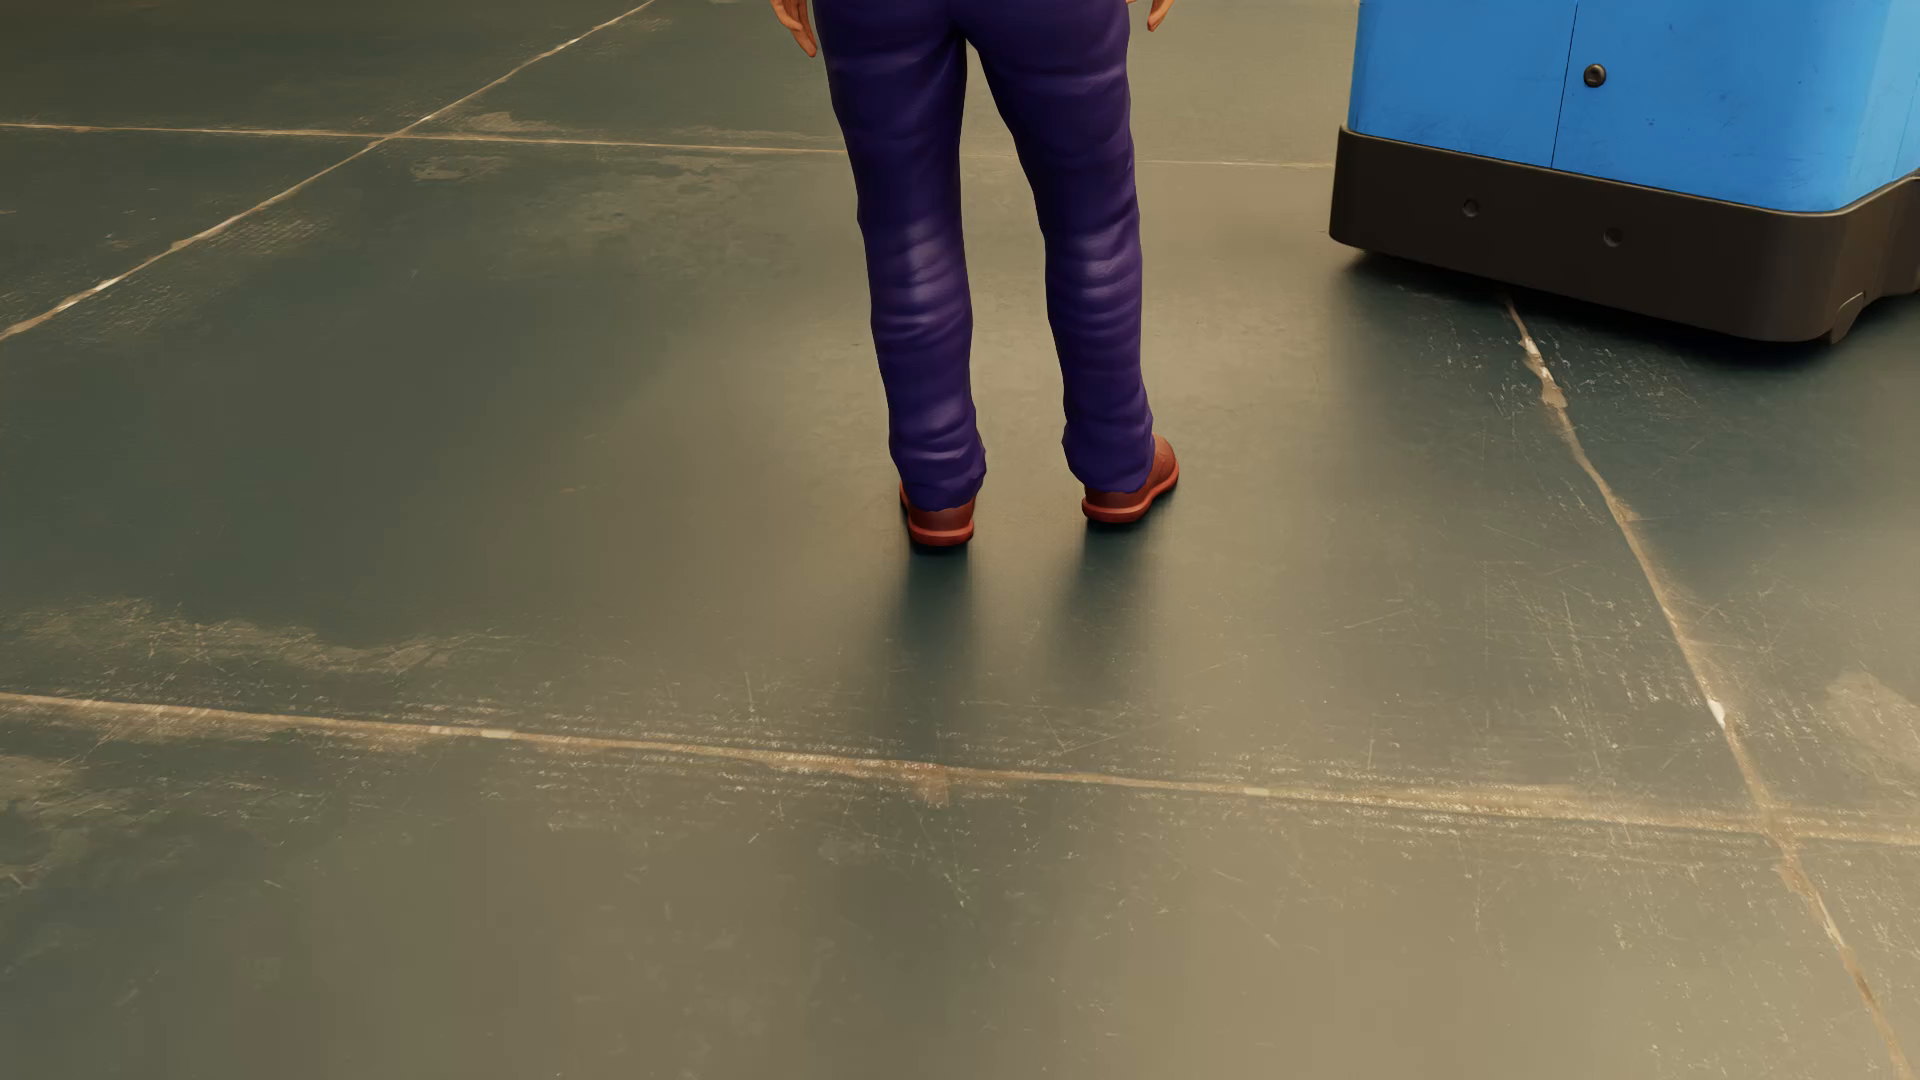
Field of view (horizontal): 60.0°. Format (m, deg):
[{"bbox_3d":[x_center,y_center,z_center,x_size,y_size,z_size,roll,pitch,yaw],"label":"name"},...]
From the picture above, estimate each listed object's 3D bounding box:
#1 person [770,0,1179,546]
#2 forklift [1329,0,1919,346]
[{"bbox_3d":[0.035,-0.782,2.206,0.598,1.651,0.502,3,27,7],"label":"person"},{"bbox_3d":[2.210,-2.238,3.702,1.130,2.935,3.031,24,35,39],"label":"forklift"}]
